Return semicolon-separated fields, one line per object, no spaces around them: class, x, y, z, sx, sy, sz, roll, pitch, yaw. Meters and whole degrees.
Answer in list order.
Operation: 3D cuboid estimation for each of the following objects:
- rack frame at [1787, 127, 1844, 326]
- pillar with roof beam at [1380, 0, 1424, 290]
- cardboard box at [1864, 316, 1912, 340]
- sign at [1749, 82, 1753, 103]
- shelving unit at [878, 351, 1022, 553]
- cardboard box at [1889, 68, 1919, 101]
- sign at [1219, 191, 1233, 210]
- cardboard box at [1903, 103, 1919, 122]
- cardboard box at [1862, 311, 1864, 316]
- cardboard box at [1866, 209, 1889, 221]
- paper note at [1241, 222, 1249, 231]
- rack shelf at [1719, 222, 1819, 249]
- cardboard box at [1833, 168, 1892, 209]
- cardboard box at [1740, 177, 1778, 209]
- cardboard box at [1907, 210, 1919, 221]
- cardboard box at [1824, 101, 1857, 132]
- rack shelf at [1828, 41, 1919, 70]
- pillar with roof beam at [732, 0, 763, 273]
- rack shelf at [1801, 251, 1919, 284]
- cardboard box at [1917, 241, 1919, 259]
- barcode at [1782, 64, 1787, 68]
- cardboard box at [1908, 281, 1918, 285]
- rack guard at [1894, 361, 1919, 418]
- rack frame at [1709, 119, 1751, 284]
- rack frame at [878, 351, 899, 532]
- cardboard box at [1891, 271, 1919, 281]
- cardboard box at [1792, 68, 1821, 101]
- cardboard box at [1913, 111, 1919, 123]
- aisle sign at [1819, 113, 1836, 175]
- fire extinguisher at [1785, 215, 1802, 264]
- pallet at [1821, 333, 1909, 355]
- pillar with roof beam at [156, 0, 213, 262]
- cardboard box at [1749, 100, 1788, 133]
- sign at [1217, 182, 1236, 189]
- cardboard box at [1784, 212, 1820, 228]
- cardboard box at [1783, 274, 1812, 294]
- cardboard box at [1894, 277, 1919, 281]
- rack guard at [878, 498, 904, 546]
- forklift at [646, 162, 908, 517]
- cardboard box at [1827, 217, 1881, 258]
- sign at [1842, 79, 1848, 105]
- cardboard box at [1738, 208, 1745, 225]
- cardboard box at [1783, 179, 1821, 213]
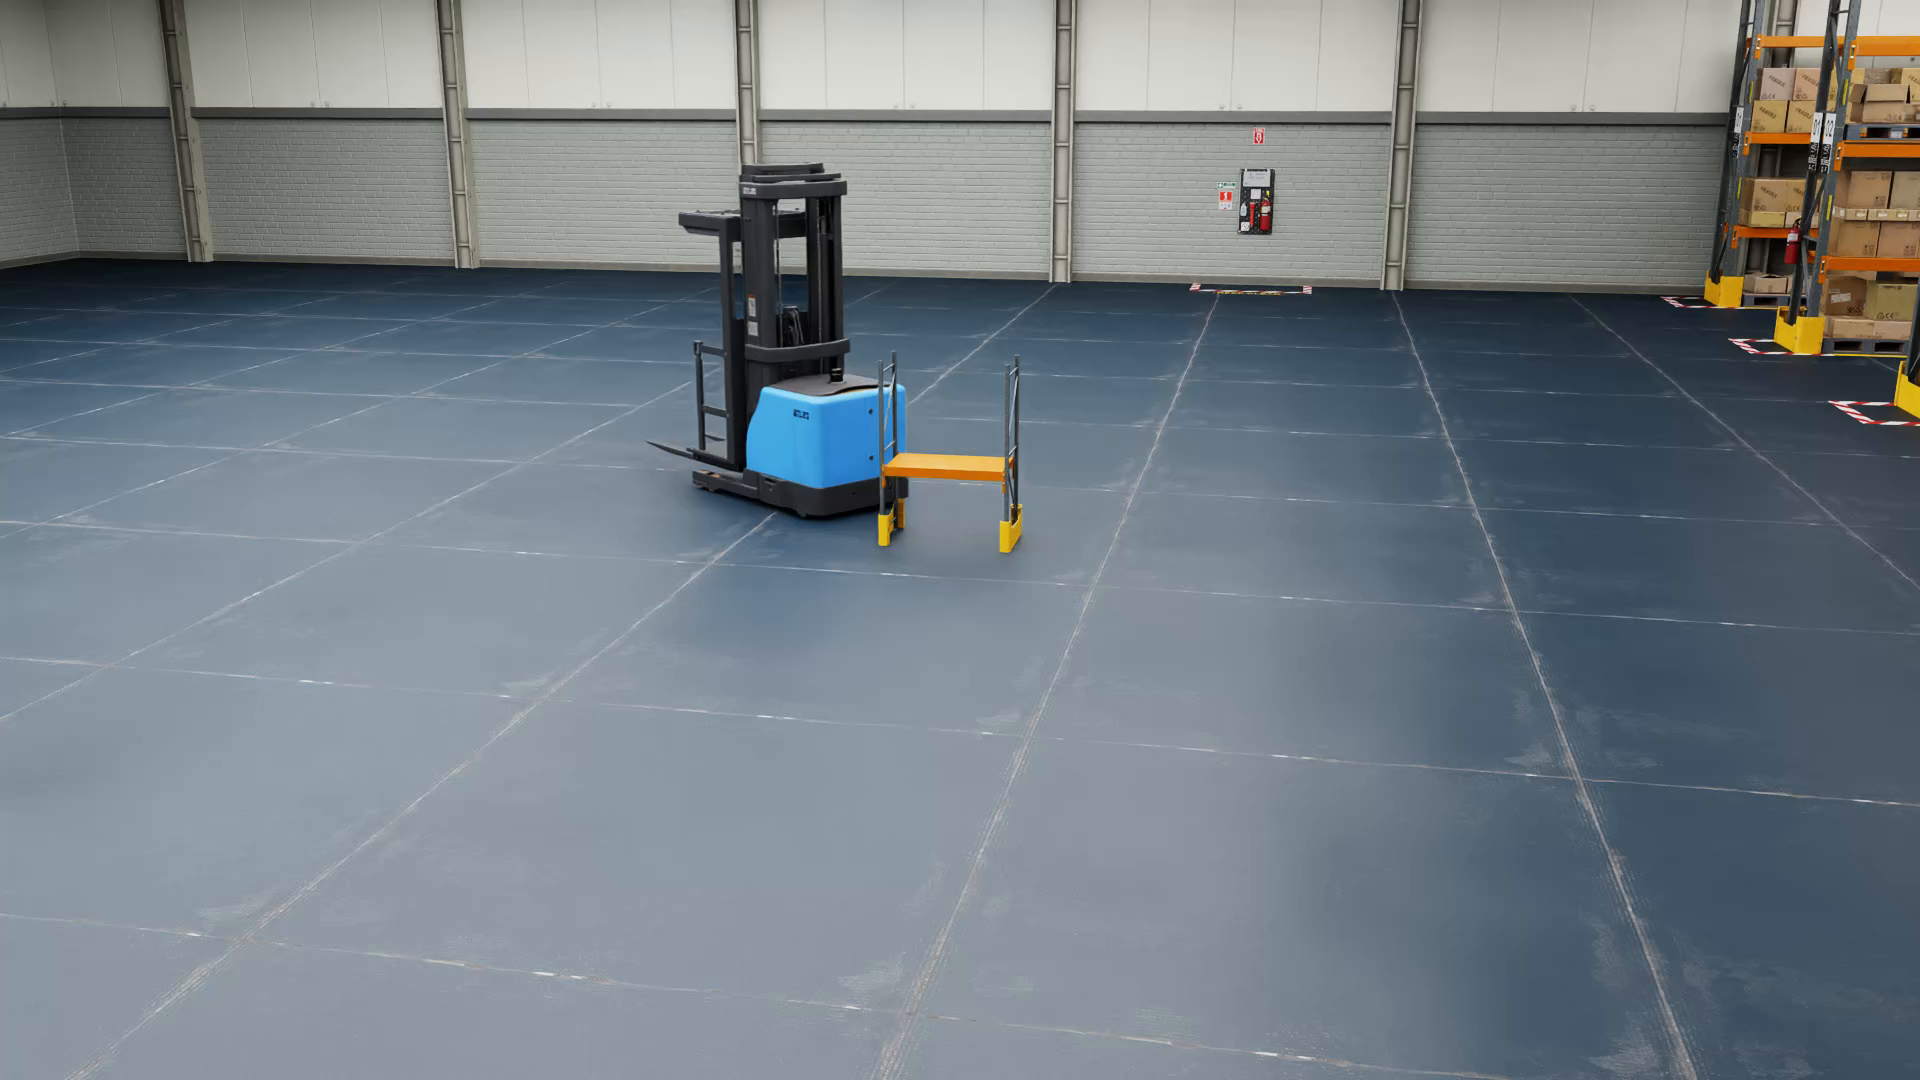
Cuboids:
rack frame;11.802;-4.156;23.006;0.127;3.000;1.000;3;16;11
pillar with roof beam;6.906;-7.725;24.653;0.400;9.000;9.100;3;16;11
cardboard box;12.774;-2.921;22.911;0.500;0.250;0.500;3;16;11
sign;12.677;-7.177;26.655;0.005;0.325;0.100;3;16;11
shelving unit;-0.075;-0.727;13.435;1.083;1.500;0.587;3;16;11
cardboard box;15.107;-7.232;26.392;0.500;0.500;0.500;3;16;9
sign;4.829;-6.175;30.229;0.234;0.329;0.001;3;16;11
cardboard box;12.983;-5.807;22.578;0.500;0.250;0.500;3;16;11
cardboard box;12.879;-3.059;23.408;0.500;0.250;0.500;3;16;11
cardboard box;12.403;-4.426;22.579;0.250;0.149;0.380;3;16;10
paper note;5.190;-5.705;30.247;0.142;0.148;0.016;3;16;11
rack shelf;14.745;-4.999;27.397;4.000;0.370;1.077;3;16;11
cardboard box;12.309;-4.798;22.707;0.500;0.500;0.700;3;16;11
cardboard box;13.290;-5.781;27.712;0.500;0.500;0.500;3;16;10
cardboard box;12.894;-4.399;22.479;0.250;0.149;0.380;3;16;10
cardboard box;14.092;-6.808;26.735;0.500;0.500;0.500;4;16;14
rack shelf;13.762;-6.401;21.970;4.000;0.370;1.077;3;16;11
pillar with roof beam;-4.853;-8.364;26.957;0.400;9.000;9.100;3;16;11
rack shelf;13.762;-3.703;22.718;4.000;0.370;1.077;3;16;11
cardboard box;13.258;-4.121;22.694;0.500;0.500;0.700;3;16;11
barcode;13.581;-7.810;27.393;0.075;0.075;0.001;3;16;11
cardboard box;13.266;-3.259;22.725;0.500;0.500;0.500;3;16;11
rack guard;10.895;-1.664;18.692;0.348;0.500;1.175;3;16;11
rack frame;12.785;-5.452;27.685;0.127;3.000;1.000;3;16;11
rack frame;-0.582;-0.754;13.535;0.032;1.500;0.500;3;16;11
cardboard box;15.680;-4.291;27.353;0.500;0.500;0.500;2;16;7
cardboard box;13.596;-7.313;26.687;0.500;0.500;0.500;3;16;10
cardboard box;12.920;-5.642;22.172;0.250;0.149;0.380;3;16;11
aisle sign;11.676;-5.332;22.382;0.004;0.787;0.394;3;16;11
fire extinguisher;11.779;-4.247;23.477;0.183;0.674;0.296;3;16;11
pallet;12.560;-2.783;23.271;1.213;0.211;1.003;3;16;11
pillar with roof beam;-16.612;-9.002;29.262;0.400;9.000;9.100;3;16;11
cardboard box;13.063;-6.872;26.968;0.500;0.500;0.500;4;16;13
sign;4.831;-6.428;30.149;0.331;0.109;0.001;3;16;11
cardboard box;13.712;-5.257;27.222;0.500;0.250;0.500;3;16;9
cardboard box;14.004;-4.278;27.657;0.500;0.311;0.500;4;16;16
cardboard box;13.370;-3.395;23.216;0.500;0.500;0.500;3;16;11
rack guard;-0.563;-0.151;13.698;0.087;0.250;0.587;3;16;11
forklift;-1.817;-1.929;15.096;1.130;2.935;3.031;-14;20;-40
cardboard box;12.257;-4.176;22.891;0.500;0.500;0.700;3;16;11
sign;11.685;-5.916;21.955;0.005;0.325;0.100;3;16;11
cardboard box;13.282;-5.415;27.795;0.500;0.250;0.500;3;16;12
cardboard box;13.676;-5.618;27.122;0.500;0.500;0.500;3;16;11
